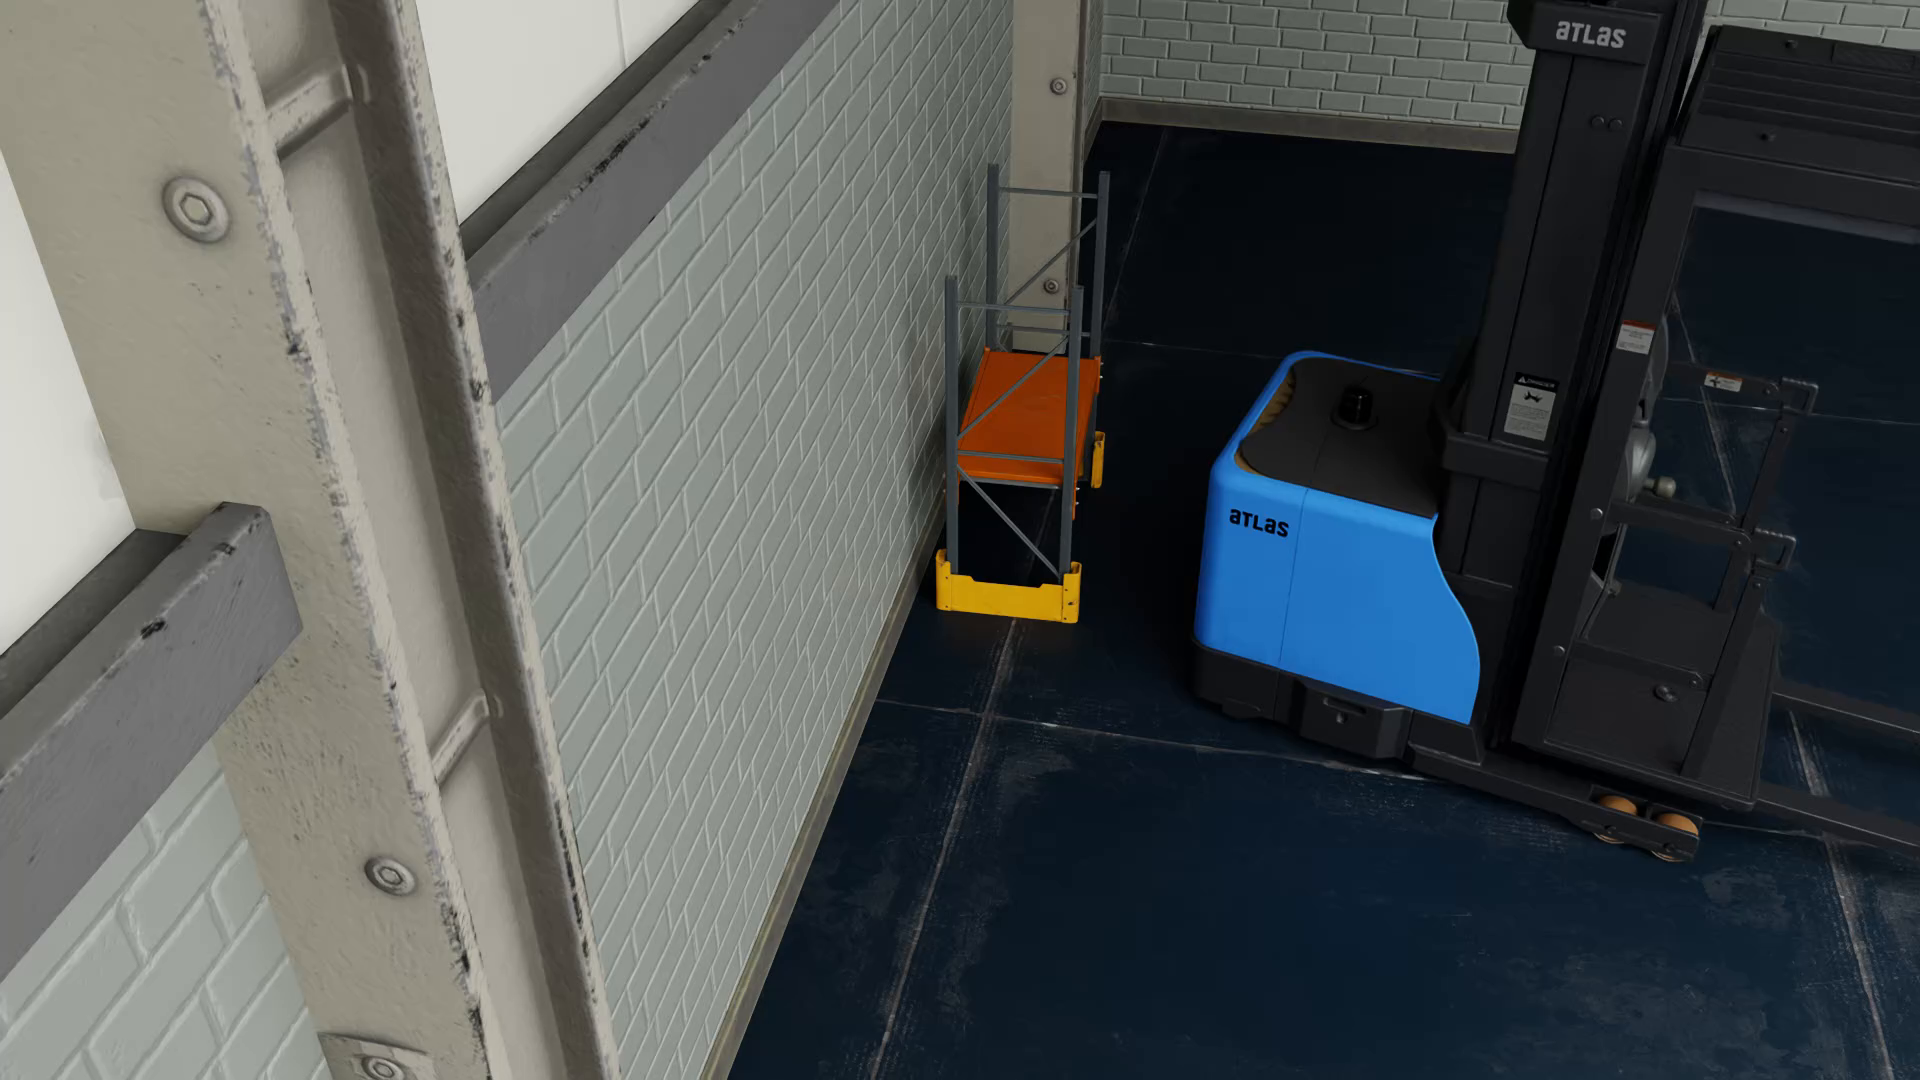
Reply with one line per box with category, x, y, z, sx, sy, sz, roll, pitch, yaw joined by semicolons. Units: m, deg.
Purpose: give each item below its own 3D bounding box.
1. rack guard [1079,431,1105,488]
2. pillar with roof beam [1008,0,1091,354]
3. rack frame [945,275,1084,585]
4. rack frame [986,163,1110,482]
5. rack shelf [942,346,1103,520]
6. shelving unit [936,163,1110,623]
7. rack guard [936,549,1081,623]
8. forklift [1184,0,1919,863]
rack guard;0.358;-0.389;7.573;0.587;0.250;0.087;6;36;8
pillar with roof beam;4.634;-4.195;5.370;9.100;9.000;0.400;7;37;10
rack frame;0.194;-0.318;6.410;0.500;1.500;0.032;6;36;8
rack frame;0.362;-0.906;7.222;0.500;1.500;0.032;6;36;8
rack shelf;0.278;-0.466;6.922;0.538;0.185;1.000;6;36;8
shelving unit;0.277;-0.607;6.809;0.587;1.500;1.083;6;36;8
rack guard;0.195;0.188;6.778;0.587;0.250;0.087;6;36;8
forklift;2.415;-0.438;5.356;3.031;2.935;1.130;16;39;21
